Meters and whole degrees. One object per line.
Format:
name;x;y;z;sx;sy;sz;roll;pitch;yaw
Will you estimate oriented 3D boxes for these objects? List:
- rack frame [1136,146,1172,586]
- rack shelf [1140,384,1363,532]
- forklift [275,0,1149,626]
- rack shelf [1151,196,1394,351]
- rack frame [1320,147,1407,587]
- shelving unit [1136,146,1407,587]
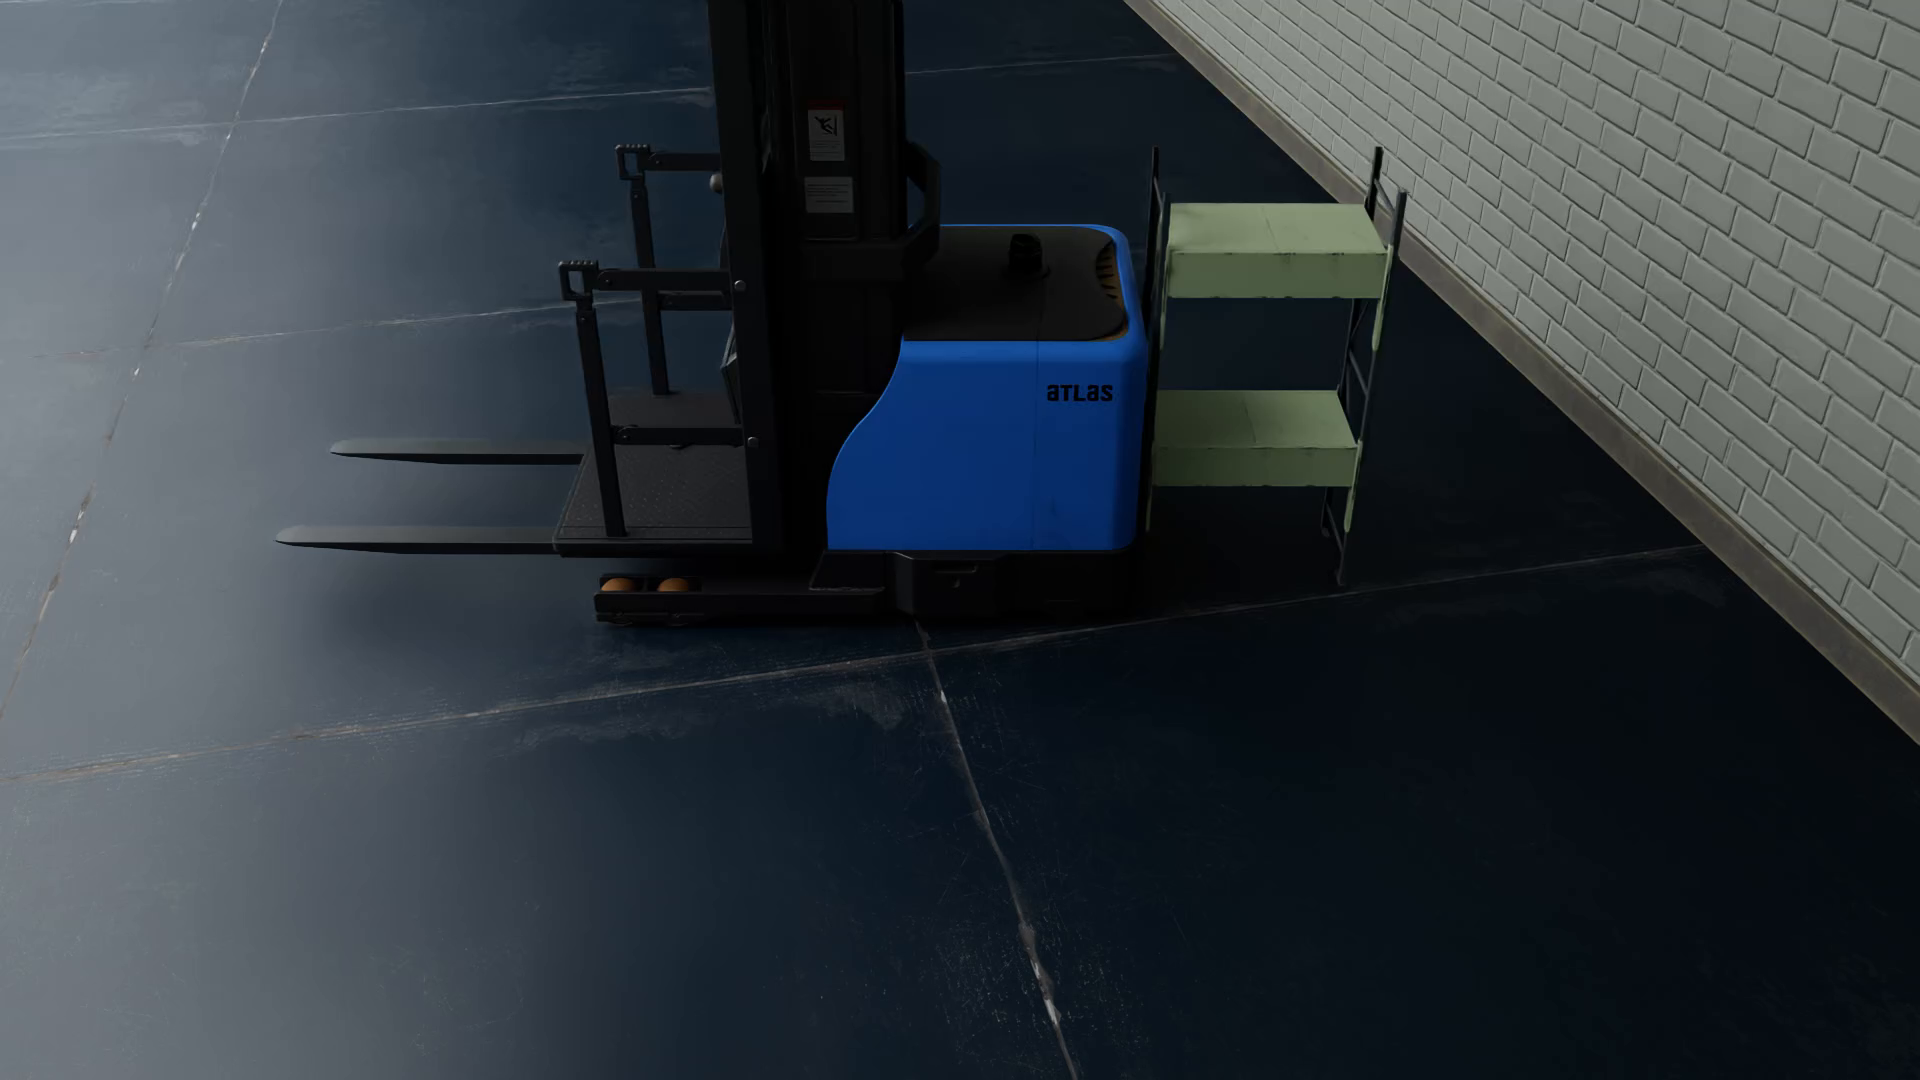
rack frame;0.648;-0.568;5.751;0.023;1.500;0.400;0;34;0
rack shelf;1.014;-0.297;5.931;0.720;0.370;0.431;0;34;0
forklift;-0.897;-1.212;5.425;3.031;2.935;1.130;0;34;0
rack shelf;1.014;-0.891;5.532;0.720;0.370;0.431;0;34;0
rack frame;1.380;-0.566;5.748;0.023;1.500;0.400;0;34;0
shelving unit;1.014;-0.567;5.749;0.755;1.500;0.431;0;34;0
